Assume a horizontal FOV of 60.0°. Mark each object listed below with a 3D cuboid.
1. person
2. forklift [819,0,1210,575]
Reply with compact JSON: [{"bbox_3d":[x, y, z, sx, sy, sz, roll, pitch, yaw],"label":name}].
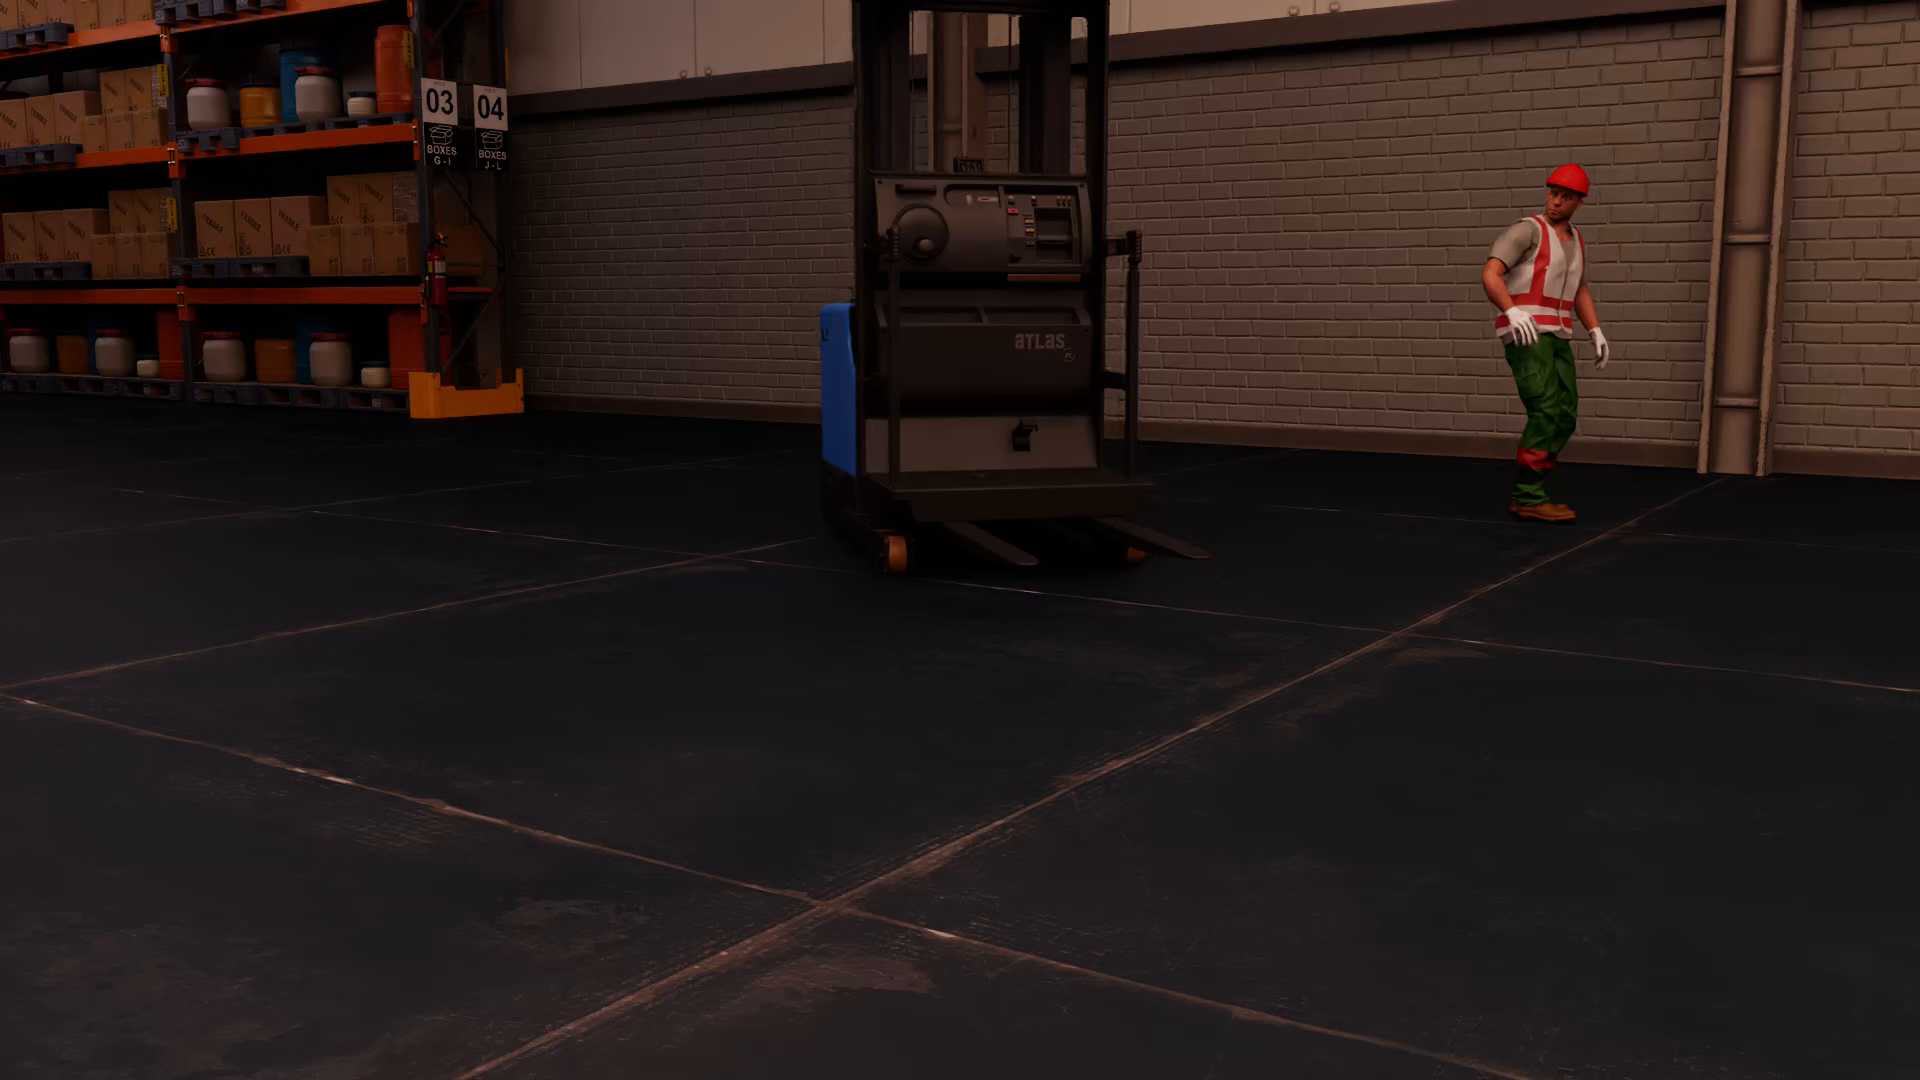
[{"bbox_3d":[2.974,-0.984,8.307,0.745,1.755,0.502,-7,10,-39],"label":"person"},{"bbox_3d":[0.154,-1.368,6.811,1.130,2.935,3.031,-2,8,-14],"label":"forklift"}]
